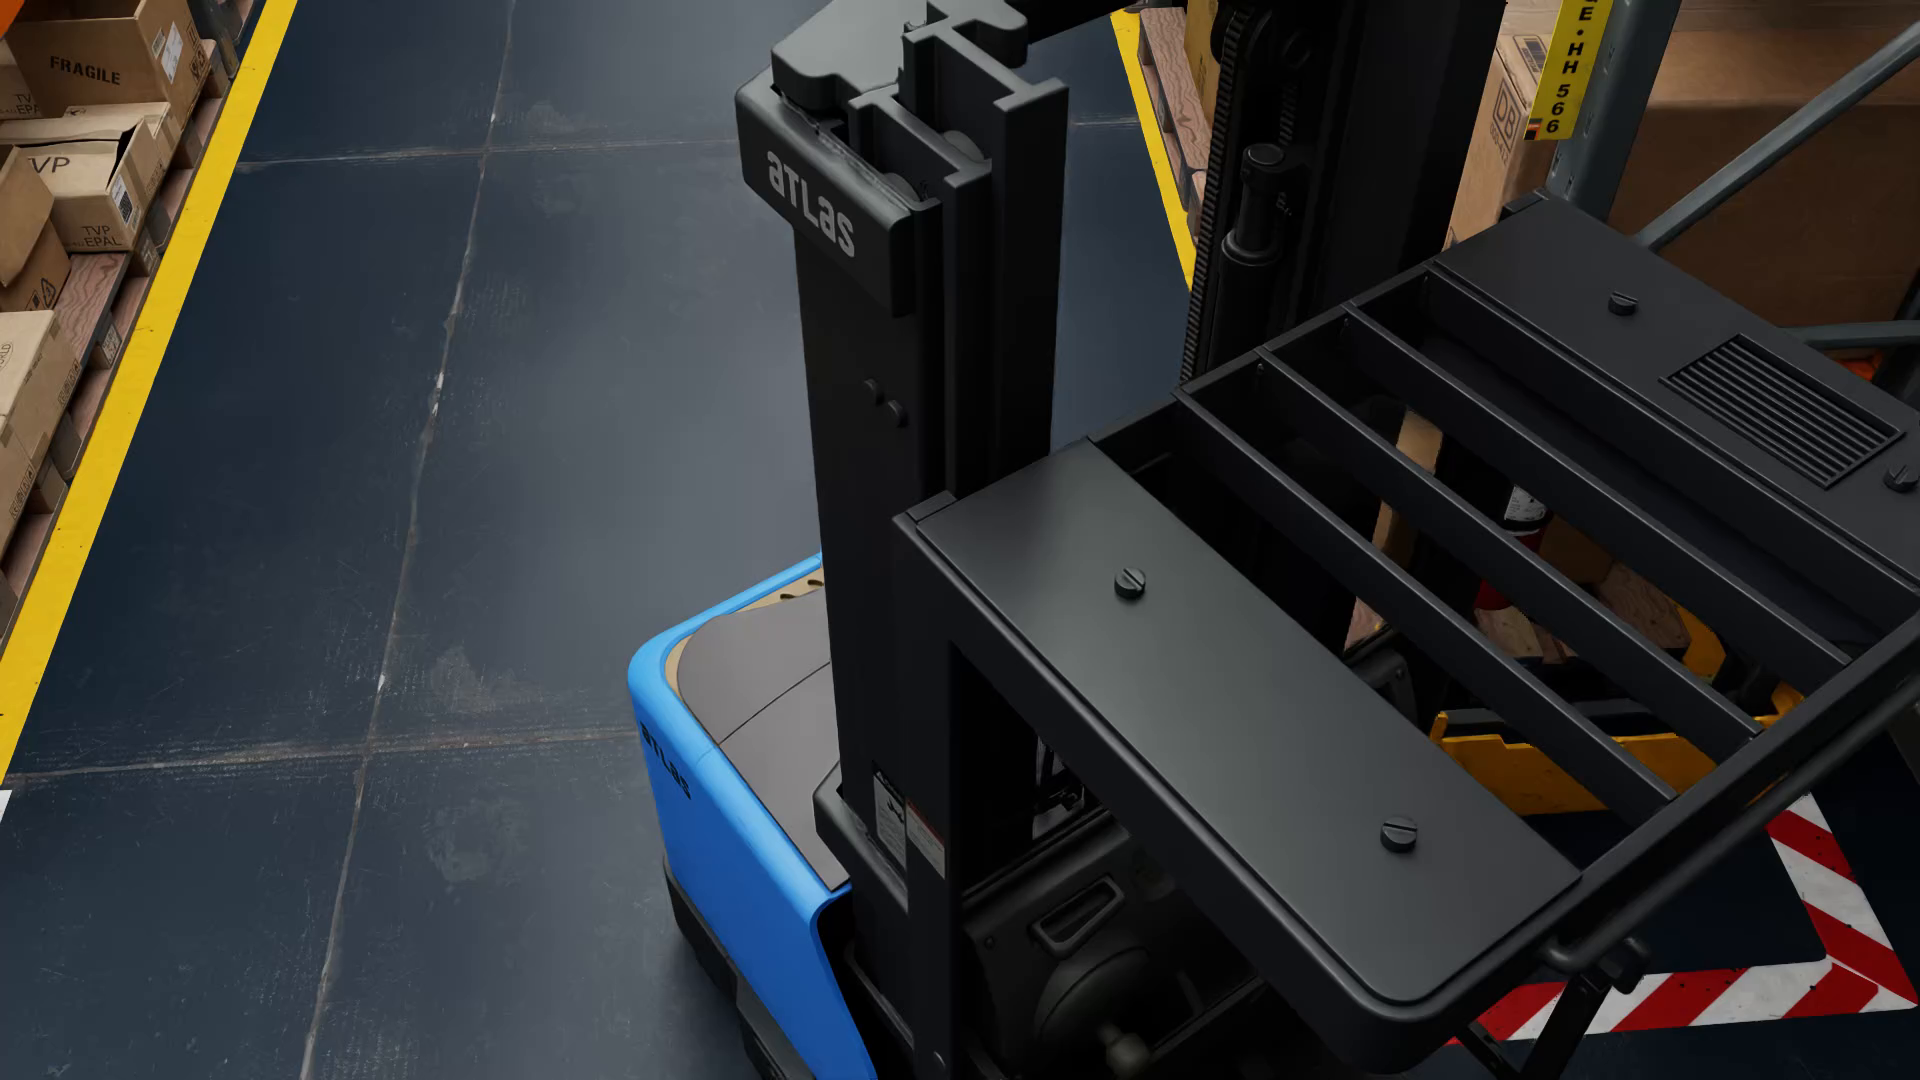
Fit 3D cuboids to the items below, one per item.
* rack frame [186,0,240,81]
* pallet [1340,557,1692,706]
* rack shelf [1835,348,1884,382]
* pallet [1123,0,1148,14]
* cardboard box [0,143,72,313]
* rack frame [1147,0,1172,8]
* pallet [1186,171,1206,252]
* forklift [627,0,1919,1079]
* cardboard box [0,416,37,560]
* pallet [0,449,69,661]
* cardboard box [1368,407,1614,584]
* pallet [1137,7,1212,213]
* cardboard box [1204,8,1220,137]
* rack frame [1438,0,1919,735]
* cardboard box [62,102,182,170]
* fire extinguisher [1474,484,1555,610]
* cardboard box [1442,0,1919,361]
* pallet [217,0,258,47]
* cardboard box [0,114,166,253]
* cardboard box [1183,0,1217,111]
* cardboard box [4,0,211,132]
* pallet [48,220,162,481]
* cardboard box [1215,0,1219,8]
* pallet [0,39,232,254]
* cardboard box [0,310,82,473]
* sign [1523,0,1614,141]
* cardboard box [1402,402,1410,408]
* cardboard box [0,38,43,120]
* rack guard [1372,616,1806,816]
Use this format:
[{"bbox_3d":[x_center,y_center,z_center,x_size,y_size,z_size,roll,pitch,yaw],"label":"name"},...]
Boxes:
[{"bbox_3d":[-3.606,-3.010,6.035,1.000,3.000,0.127,-3,47,-3],"label":"rack frame"},{"bbox_3d":[1.520,-0.035,5.137,1.003,0.211,1.213,-3,47,-3],"label":"pallet"},{"bbox_3d":[1.497,-1.619,5.213,1.077,0.370,4.000,-3,47,-3],"label":"rack shelf"},{"bbox_3d":[1.190,-2.909,7.859,1.003,0.211,1.213,-3,47,-3],"label":"pallet"},{"bbox_3d":[-3.444,-0.944,5.494,0.797,0.503,0.637,-3,47,-3],"label":"cardboard box"},{"bbox_3d":[1.330,-3.314,6.322,1.000,3.000,0.127,-3,47,-3],"label":"rack frame"},{"bbox_3d":[1.421,-0.915,5.971,1.003,0.211,1.213,-3,47,-3],"label":"pallet"},{"bbox_3d":[0.542,0.630,2.635,1.130,2.935,3.031,-28,53,-24],"label":"forklift"},{"bbox_3d":[-3.076,-0.094,4.864,0.500,0.250,0.500,-3,47,-3],"label":"cardboard box"},{"bbox_3d":[-3.345,0.211,4.905,1.003,0.211,1.213,-3,47,-3],"label":"pallet"},{"bbox_3d":[1.506,-0.205,4.811,0.700,0.500,0.500,-3,47,-3],"label":"cardboard box"},{"bbox_3d":[1.315,-1.800,6.809,1.003,0.211,1.213,-3,47,-3],"label":"pallet"},{"bbox_3d":[1.329,-1.688,6.215,0.700,0.500,0.500,-4,47,-4],"label":"cardboard box"},{"bbox_3d":[1.665,-0.420,3.582,1.000,3.000,0.127,-3,47,-3],"label":"rack frame"},{"bbox_3d":[-3.185,-1.518,6.283,0.380,0.149,0.250,-3,47,-3],"label":"cardboard box"},{"bbox_3d":[1.217,-0.128,3.615,0.296,0.674,0.183,-3,47,-3],"label":"fire extinguisher"},{"bbox_3d":[1.612,-0.891,3.822,0.980,0.700,0.700,-2,47,-1],"label":"cardboard box"},{"bbox_3d":[-3.712,-2.637,7.602,1.003,0.211,1.213,-3,47,-3],"label":"pallet"},{"bbox_3d":[-3.213,-1.299,5.963,0.500,0.311,0.500,-3,47,-3],"label":"cardboard box"},{"bbox_3d":[1.290,-2.051,6.559,0.700,0.500,0.500,-3,47,-3],"label":"cardboard box"},{"bbox_3d":[-3.276,-1.907,6.409,0.500,0.500,0.500,-3,47,-3],"label":"cardboard box"},{"bbox_3d":[-3.444,-0.669,5.739,1.003,0.211,1.213,-3,47,-3],"label":"pallet"},{"bbox_3d":[1.137,-2.016,6.079,0.380,0.149,0.250,-2,47,-2],"label":"cardboard box"},{"bbox_3d":[-3.550,-1.554,6.577,1.003,0.211,1.213,-3,47,-3],"label":"pallet"},{"bbox_3d":[-3.118,-0.456,5.207,0.500,0.250,0.500,-3,47,-3],"label":"cardboard box"},{"bbox_3d":[1.123,-0.876,3.054,0.100,0.325,0.005,-3,47,-3],"label":"sign"},{"bbox_3d":[1.314,-0.510,4.653,0.380,0.149,0.250,-4,47,-4],"label":"cardboard box"},{"bbox_3d":[-3.787,-1.920,6.551,0.500,0.311,0.500,-3,47,-3],"label":"cardboard box"},{"bbox_3d":[1.667,0.457,4.473,1.175,0.500,0.348,-3,47,-3],"label":"rack guard"}]
